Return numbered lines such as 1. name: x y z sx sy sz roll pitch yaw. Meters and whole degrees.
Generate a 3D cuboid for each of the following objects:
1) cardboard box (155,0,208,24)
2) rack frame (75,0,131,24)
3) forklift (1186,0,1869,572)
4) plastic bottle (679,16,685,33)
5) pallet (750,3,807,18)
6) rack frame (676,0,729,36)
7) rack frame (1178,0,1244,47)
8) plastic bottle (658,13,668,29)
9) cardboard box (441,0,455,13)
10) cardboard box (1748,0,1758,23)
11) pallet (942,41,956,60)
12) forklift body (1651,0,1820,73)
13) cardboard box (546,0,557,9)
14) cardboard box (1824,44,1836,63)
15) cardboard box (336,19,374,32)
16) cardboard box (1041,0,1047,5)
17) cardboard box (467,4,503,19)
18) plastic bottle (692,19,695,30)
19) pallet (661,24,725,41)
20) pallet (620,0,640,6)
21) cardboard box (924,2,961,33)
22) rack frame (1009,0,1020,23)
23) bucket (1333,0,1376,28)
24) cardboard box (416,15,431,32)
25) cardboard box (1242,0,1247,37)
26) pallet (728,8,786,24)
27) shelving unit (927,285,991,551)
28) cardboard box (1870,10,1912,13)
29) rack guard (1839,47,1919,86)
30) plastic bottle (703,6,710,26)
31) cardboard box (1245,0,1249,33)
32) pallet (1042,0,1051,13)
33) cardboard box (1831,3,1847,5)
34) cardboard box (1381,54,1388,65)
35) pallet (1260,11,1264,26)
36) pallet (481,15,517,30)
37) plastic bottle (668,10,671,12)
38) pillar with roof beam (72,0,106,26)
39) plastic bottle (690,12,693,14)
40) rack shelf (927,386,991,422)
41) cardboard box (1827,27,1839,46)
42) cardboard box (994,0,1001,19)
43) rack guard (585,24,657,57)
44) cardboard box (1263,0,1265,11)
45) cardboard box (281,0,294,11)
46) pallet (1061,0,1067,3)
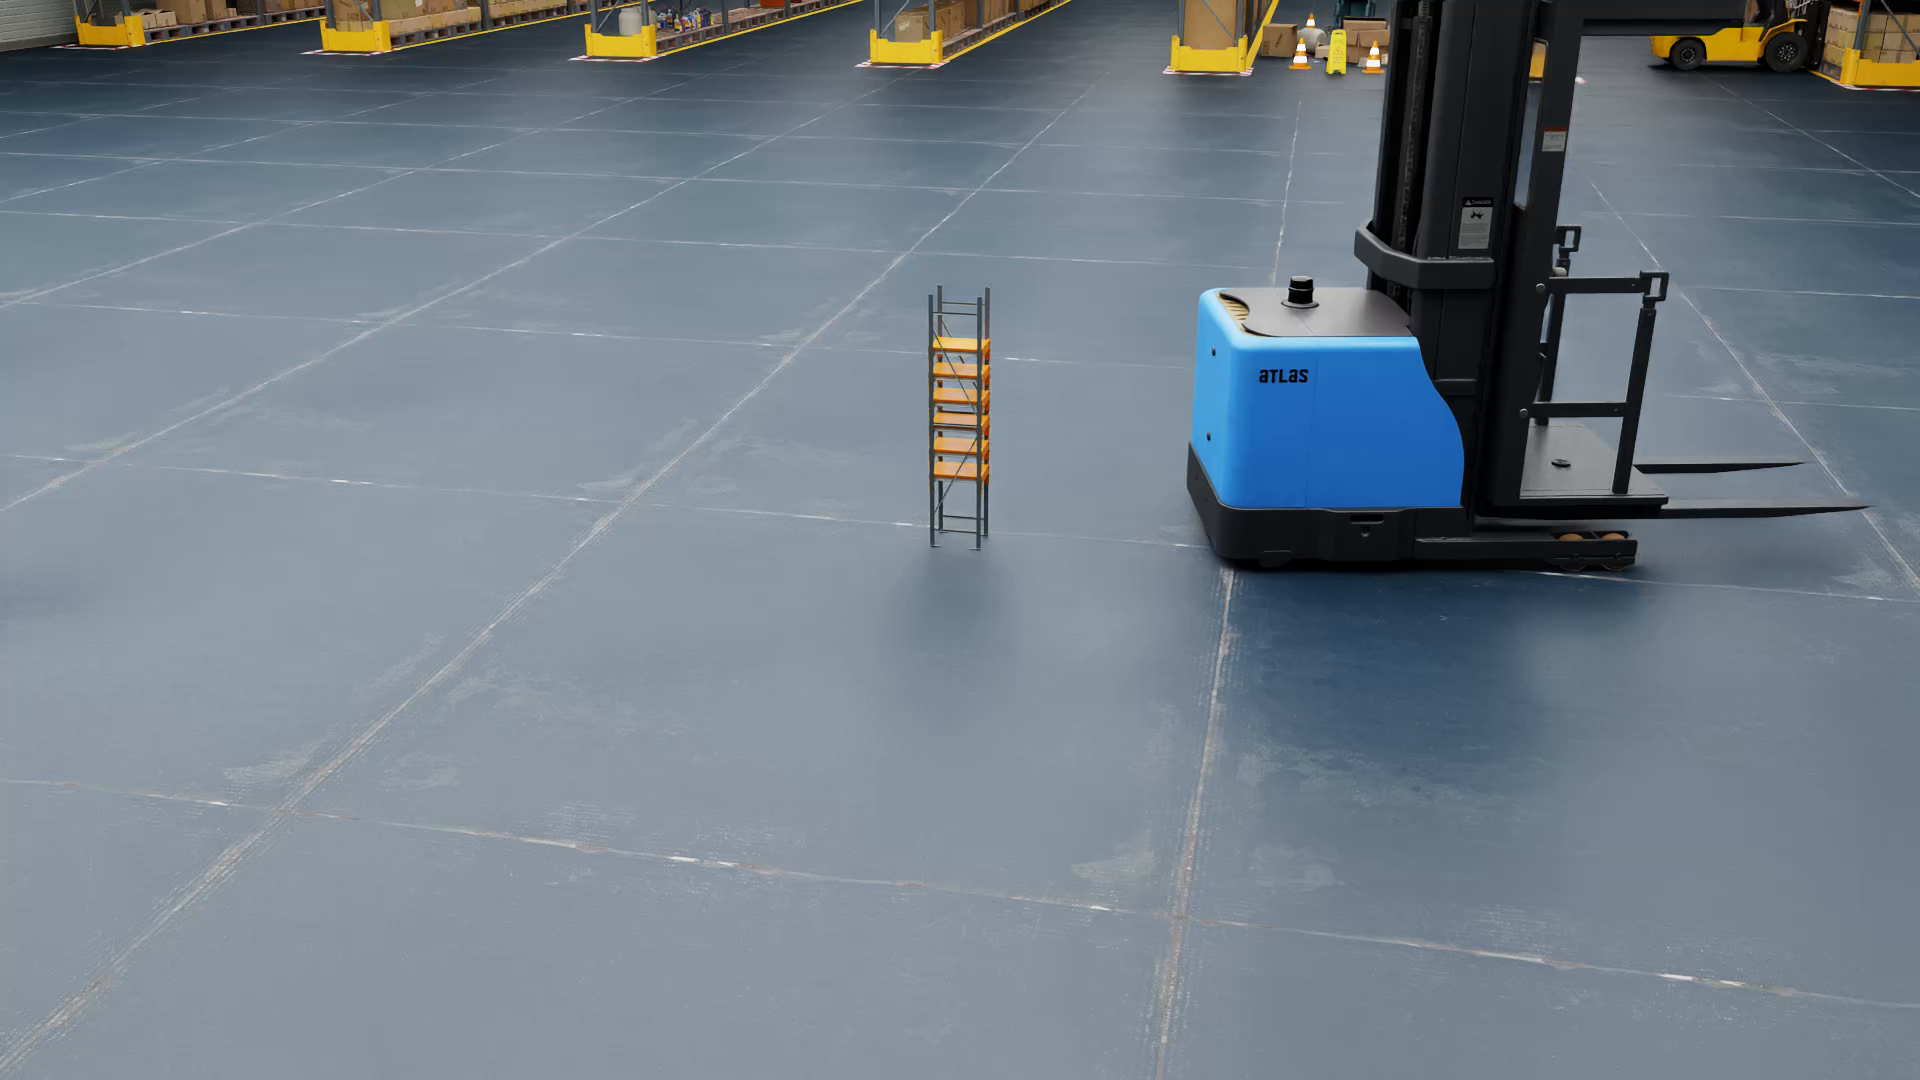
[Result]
1. cardboard box: -14.902 -10.161 31.825 0.700 0.500 0.500 3 22 8
2. rack frame: -15.447 -10.397 29.655 1.000 3.000 0.127 4 22 11
3. forklift: 2.660 -1.416 7.446 3.031 2.935 1.130 -1 22 -2
4. plastic bottle: -5.009 -9.307 29.994 0.061 0.283 0.133 5 22 12
5. pallet: -3.996 -11.566 36.289 1.003 0.211 1.213 4 22 11
6. rack frame: -4.932 -11.105 31.412 1.000 3.000 0.127 4 22 11
7. rack frame: 3.936 -8.849 25.812 1.000 3.000 0.127 4 22 11
8. plastic bottle: -5.478 -9.555 30.621 0.152 0.276 0.135 4 22 11
9. cardboard box: -9.873 -10.200 31.279 0.500 0.500 0.500 4 22 11
10. cardboard box: 15.028 -9.685 30.501 0.875 0.625 0.625 5 23 13
11. pallet: -0.683 -8.293 28.163 1.003 0.211 1.213 4 22 11
12. forklift body: 12.263 -8.571 26.256 2.313 2.155 1.214 4 22 11
13. cardboard box: -8.934 -11.466 35.428 0.500 0.250 0.500 4 22 10
14. cardboard box: 13.560 -7.429 25.402 0.500 0.250 0.500 4 22 11
15. cardboard box: -10.776 -9.159 29.699 0.500 0.250 0.500 4 22 11
16. cardboard box: 1.257 -12.300 36.661 1.225 0.875 0.875 4 22 9
17. cardboard box: -9.455 -10.532 33.107 0.500 0.250 0.500 4 22 10
18. plastic bottle: -4.921 -9.461 30.486 0.097 0.201 0.097 0 22 0
19. pallet: -5.110 -9.569 31.331 1.003 0.211 1.213 4 22 11
20. pallet: -8.277 -12.816 39.393 1.003 0.211 1.213 4 22 11
21. cardboard box: -0.313 -9.409 29.986 0.500 0.500 0.500 12 25 28
22. rack frame: 0.733 -12.190 34.107 1.000 3.000 0.127 4 22 11
23. bucket: 6.981 -9.274 29.212 0.726 0.611 0.620 13 15 29
24. cardboard box: -10.068 -9.486 30.509 0.500 0.250 0.500 4 22 11
25. cardboard box: 4.555 -9.297 29.204 0.875 0.875 0.875 5 22 12
26. pallet: -4.312 -10.994 34.869 1.003 0.211 1.213 4 22 11
27. shelving unit: -0.003 -0.551 7.616 0.258 1.200 0.189 4 22 11
28. cardboard box: 14.044 -7.860 25.134 0.500 0.250 0.500 4 22 11
29. rack guard: 13.657 -6.964 24.475 1.175 0.500 0.348 4 22 11
30. plastic bottle: -4.781 -9.823 31.185 0.144 0.351 0.185 4 22 9
31. cardboard box: 4.790 -9.698 30.366 1.050 0.750 0.750 4 22 11
32. pallet: 1.466 -12.072 37.545 1.003 0.211 1.213 4 22 11
33. cardboard box: 13.868 -8.456 26.615 0.500 0.250 0.500 5 23 13
34. cardboard box: 7.092 -7.820 27.071 0.380 0.149 0.250 18 28 38
35. pallet: 5.729 -10.767 34.306 1.003 0.211 1.213 4 22 11
36. pallet: -9.668 -10.463 33.550 1.003 0.211 1.213 4 22 11
37. plastic bottle: -5.465 -9.842 31.333 0.152 0.276 0.135 5 23 13
38. pillar with roof beam: -11.936 -13.174 28.519 9.100 9.000 0.400 4 22 11
39. plastic bottle: -4.970 -9.720 31.030 0.152 0.276 0.135 4 22 11
40. rack shelf: -0.003 -0.621 7.588 0.258 0.103 0.180 4 22 11
41. cardboard box: 13.568 -7.668 25.327 0.500 0.250 0.500 4 22 10
42. cardboard box: 0.406 -10.577 32.857 0.700 0.500 0.500 6 23 15
43. rack guard: -5.779 -8.514 28.325 1.175 0.500 0.348 4 22 11
44. cardboard box: 6.061 -11.234 34.516 0.500 0.500 0.500 5 22 12
45. cardboard box: -14.440 -11.368 34.822 0.700 0.500 0.500 4 22 10
46. pallet: 2.028 -13.079 40.047 1.003 0.211 1.213 4 22 11
